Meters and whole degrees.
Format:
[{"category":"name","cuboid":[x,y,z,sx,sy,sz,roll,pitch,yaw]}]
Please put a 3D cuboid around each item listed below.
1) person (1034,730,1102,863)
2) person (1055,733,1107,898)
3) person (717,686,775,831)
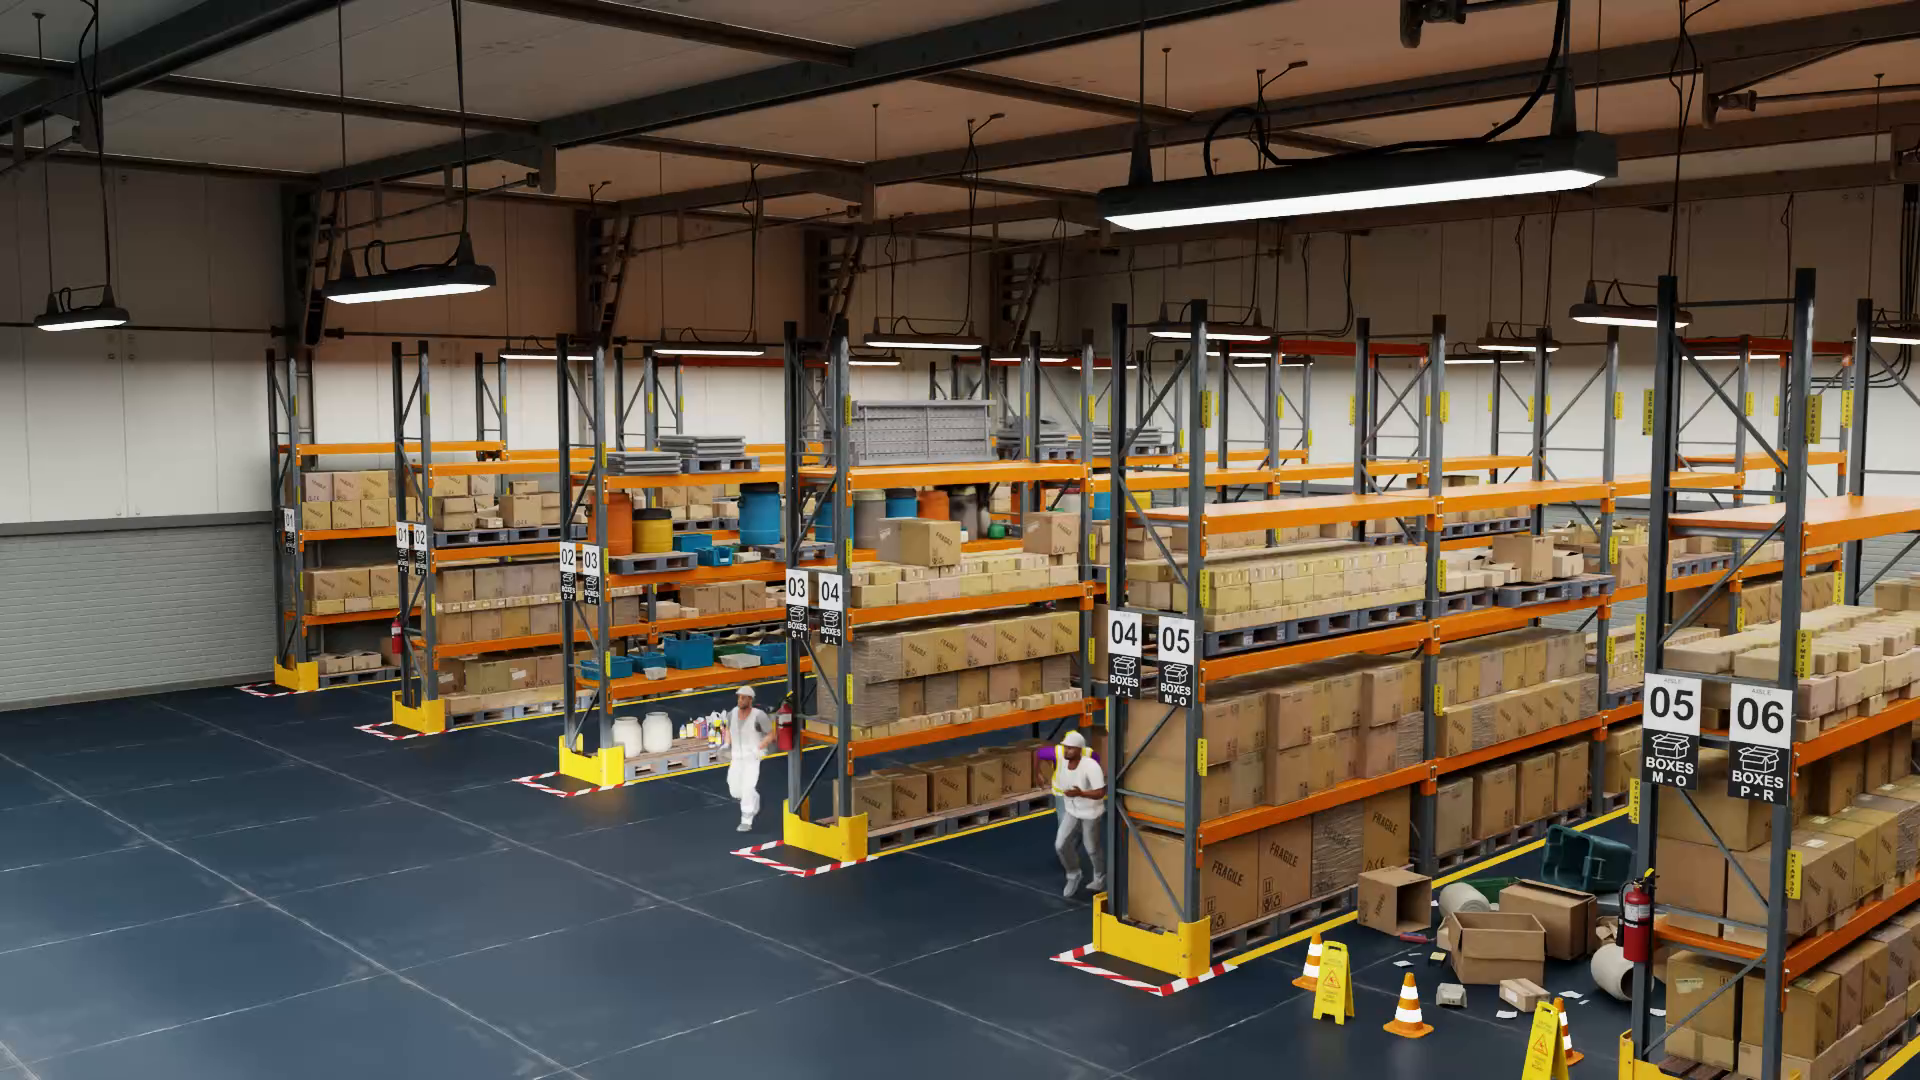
[{"category":"person","cuboid":[1.171,2.810,18.138,0.735,1.577,0.829,0,5,1]},{"category":"person","cuboid":[1.248,2.826,17.025,0.662,1.763,0.839,4,7,41]},{"category":"person","cuboid":[-2.524,2.587,19.876,0.684,1.736,0.643,2,5,22]}]
